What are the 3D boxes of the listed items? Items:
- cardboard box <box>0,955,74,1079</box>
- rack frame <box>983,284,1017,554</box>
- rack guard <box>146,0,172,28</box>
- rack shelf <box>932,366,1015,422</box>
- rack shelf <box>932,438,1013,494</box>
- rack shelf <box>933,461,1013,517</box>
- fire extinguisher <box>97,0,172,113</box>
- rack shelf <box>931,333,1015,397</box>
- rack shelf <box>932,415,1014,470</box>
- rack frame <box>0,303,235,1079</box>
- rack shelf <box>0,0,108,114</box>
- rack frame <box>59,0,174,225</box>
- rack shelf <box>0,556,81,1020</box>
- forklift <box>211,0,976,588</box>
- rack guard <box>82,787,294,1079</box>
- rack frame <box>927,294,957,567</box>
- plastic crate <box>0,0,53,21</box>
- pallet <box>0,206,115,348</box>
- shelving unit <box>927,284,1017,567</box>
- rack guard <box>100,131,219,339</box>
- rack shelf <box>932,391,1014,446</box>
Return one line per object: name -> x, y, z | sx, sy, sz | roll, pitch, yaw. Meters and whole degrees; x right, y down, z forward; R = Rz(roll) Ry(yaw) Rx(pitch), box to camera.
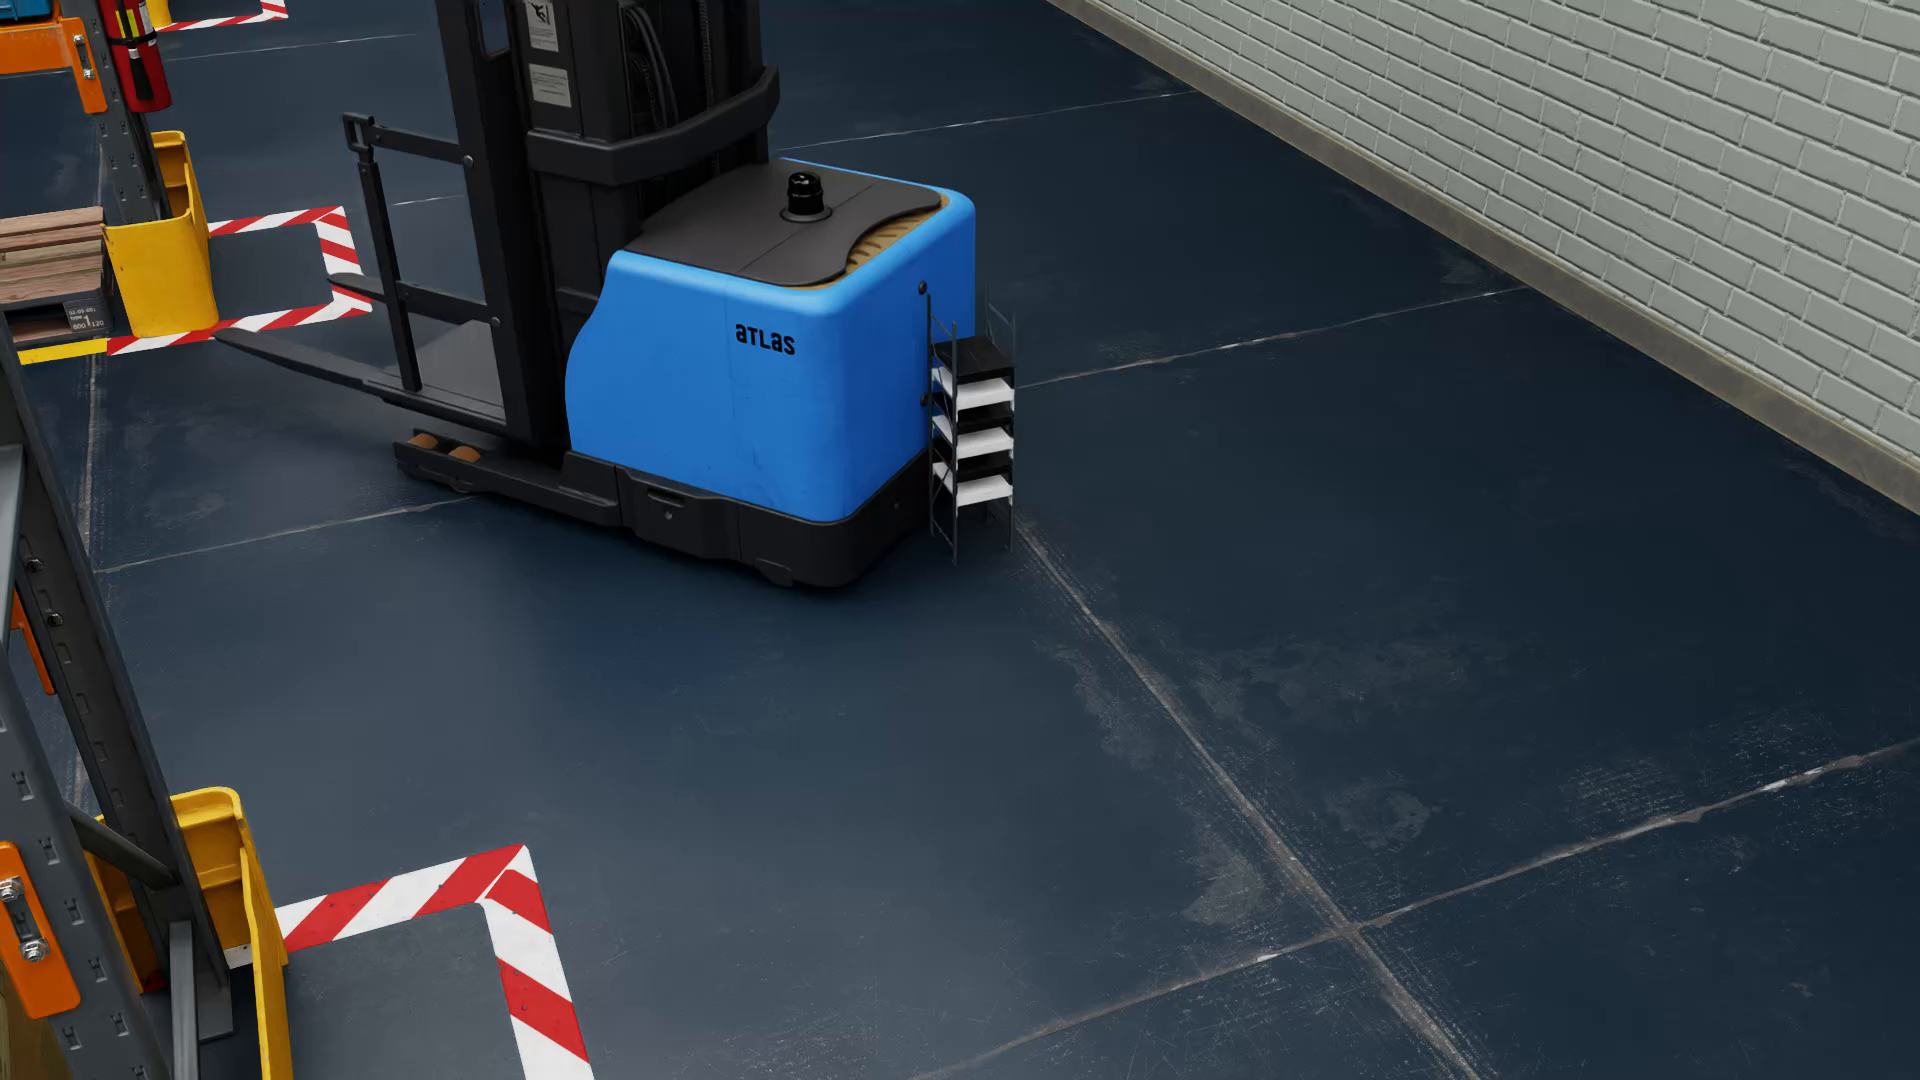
cardboard box -> -2.231, 0.960, 3.088 | 0.875, 0.875, 0.875 | -13, 35, -19
rack frame -> 0.130, -0.390, 5.524 | 0.006, 0.900, 0.240 | -12, 35, -18
rack guard -> -5.574, -3.849, 11.207 | 0.348, 0.500, 1.175 | -13, 35, -19
rack shelf -> 0.036, -0.492, 5.412 | 0.200, 0.077, 0.258 | -12, 35, -18
rack shelf -> 0.036, -0.266, 5.559 | 0.200, 0.077, 0.258 | -12, 35, -18
rack shelf -> 0.036, -0.190, 5.609 | 0.200, 0.077, 0.258 | -12, 35, -18
fire extinguisher -> -3.274, -2.035, 6.541 | 0.183, 0.674, 0.296 | -13, 35, -19
rack shelf -> 0.036, -0.568, 5.363 | 0.200, 0.077, 0.258 | -12, 35, -18
rack shelf -> 0.036, -0.341, 5.510 | 0.200, 0.077, 0.258 | -12, 35, -18
rack frame -> -1.672, 0.070, 2.892 | 0.127, 3.000, 1.000 | -13, 35, -19
rack shelf -> -5.434, -1.697, 6.267 | 4.000, 0.370, 1.077 | -13, 35, -19
rack frame -> -3.589, -2.421, 6.720 | 0.127, 3.000, 1.000 | -13, 35, -19
rack shelf -> -3.516, 0.794, 2.440 | 4.000, 0.370, 1.077 | -13, 35, -19
forklift -> -1.479, -1.634, 5.574 | 3.031, 2.935, 1.130 | 16, 36, 23
rack guard -> -1.650, 1.112, 3.582 | 0.348, 0.500, 1.175 | -13, 35, -19
rack frame -> -0.058, -0.348, 5.460 | 0.006, 0.900, 0.240 | -12, 35, -18
plastic crate -> -3.826, -2.296, 6.441 | 0.499, 0.435, 0.616 | -13, 35, -19
pallet -> -4.365, -1.097, 7.243 | 1.213, 0.211, 1.003 | -13, 35, -19
shelving unit -> 0.036, -0.369, 5.492 | 0.210, 0.900, 0.258 | -12, 35, -18
rack guard -> -3.572, -1.385, 7.420 | 0.348, 0.500, 1.175 | -13, 35, -19
rack shelf -> 0.036, -0.417, 5.461 | 0.200, 0.077, 0.258 | -12, 35, -18
